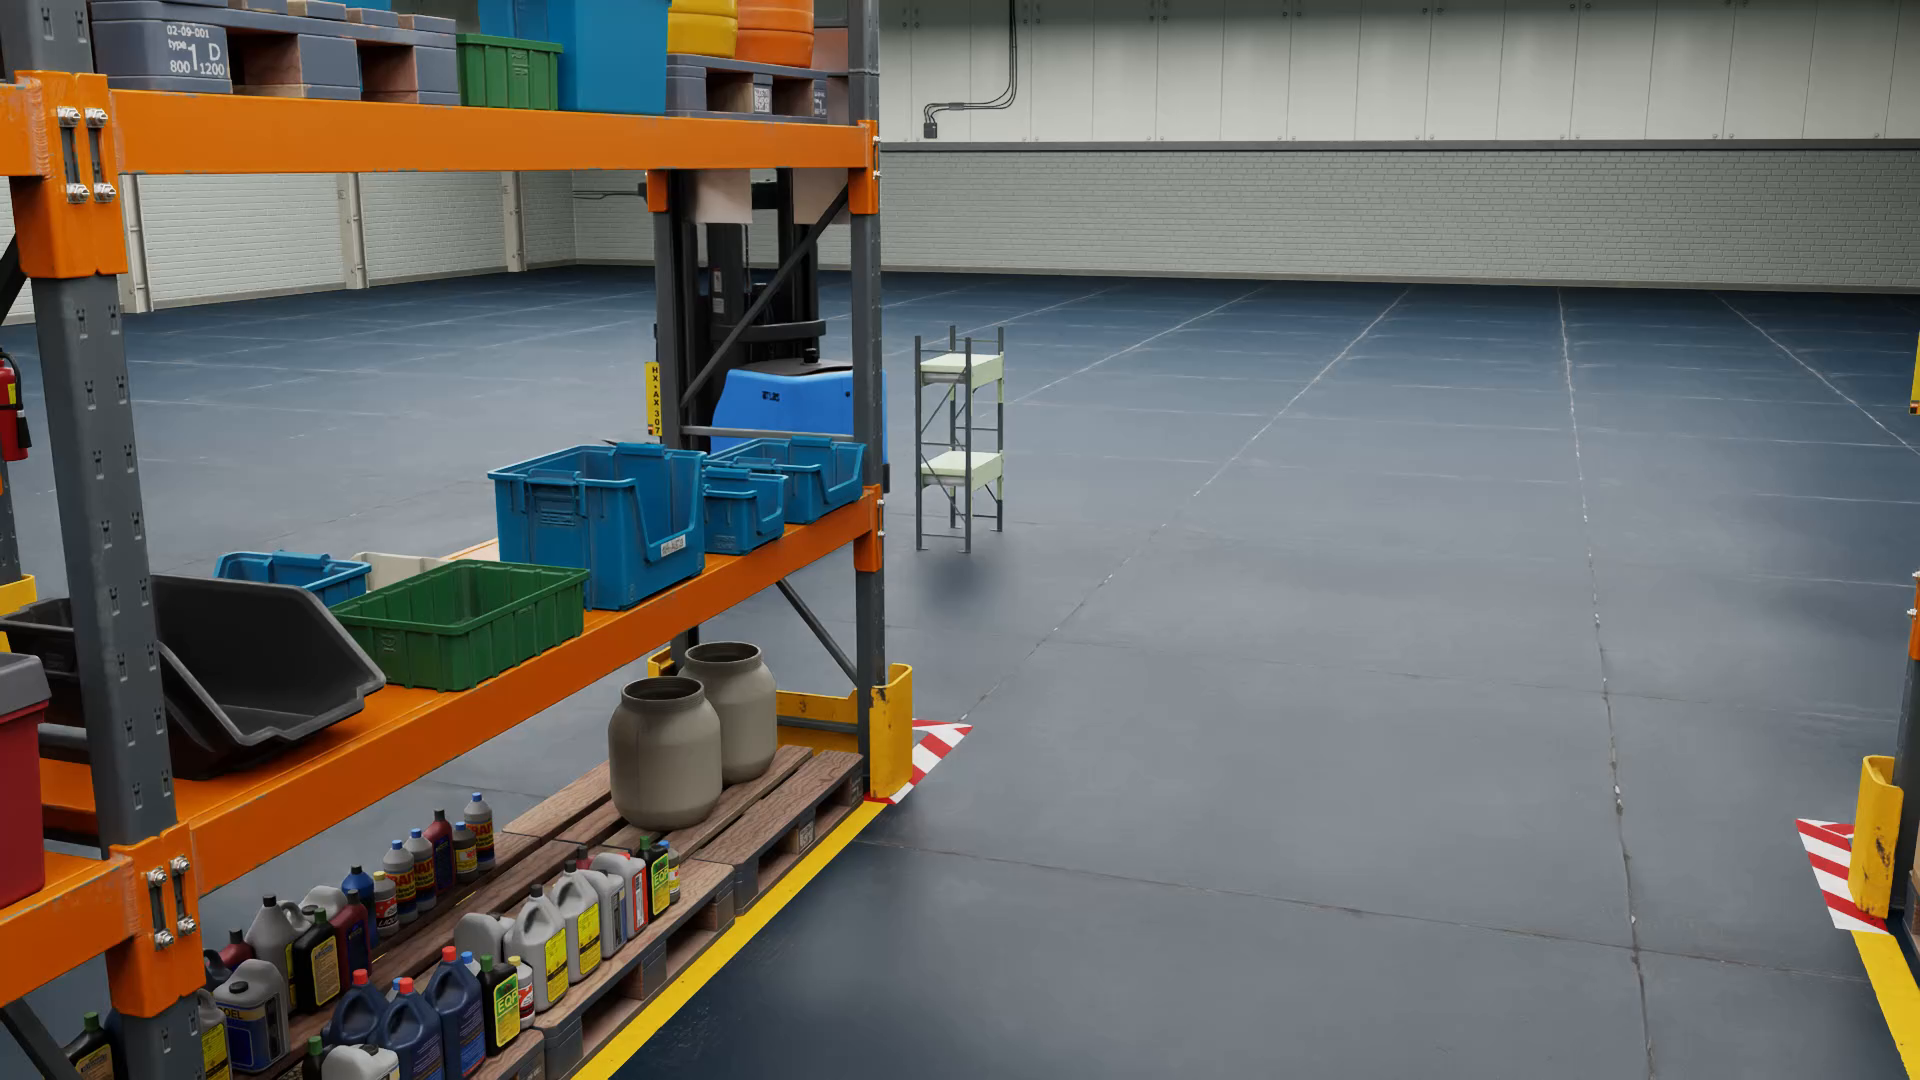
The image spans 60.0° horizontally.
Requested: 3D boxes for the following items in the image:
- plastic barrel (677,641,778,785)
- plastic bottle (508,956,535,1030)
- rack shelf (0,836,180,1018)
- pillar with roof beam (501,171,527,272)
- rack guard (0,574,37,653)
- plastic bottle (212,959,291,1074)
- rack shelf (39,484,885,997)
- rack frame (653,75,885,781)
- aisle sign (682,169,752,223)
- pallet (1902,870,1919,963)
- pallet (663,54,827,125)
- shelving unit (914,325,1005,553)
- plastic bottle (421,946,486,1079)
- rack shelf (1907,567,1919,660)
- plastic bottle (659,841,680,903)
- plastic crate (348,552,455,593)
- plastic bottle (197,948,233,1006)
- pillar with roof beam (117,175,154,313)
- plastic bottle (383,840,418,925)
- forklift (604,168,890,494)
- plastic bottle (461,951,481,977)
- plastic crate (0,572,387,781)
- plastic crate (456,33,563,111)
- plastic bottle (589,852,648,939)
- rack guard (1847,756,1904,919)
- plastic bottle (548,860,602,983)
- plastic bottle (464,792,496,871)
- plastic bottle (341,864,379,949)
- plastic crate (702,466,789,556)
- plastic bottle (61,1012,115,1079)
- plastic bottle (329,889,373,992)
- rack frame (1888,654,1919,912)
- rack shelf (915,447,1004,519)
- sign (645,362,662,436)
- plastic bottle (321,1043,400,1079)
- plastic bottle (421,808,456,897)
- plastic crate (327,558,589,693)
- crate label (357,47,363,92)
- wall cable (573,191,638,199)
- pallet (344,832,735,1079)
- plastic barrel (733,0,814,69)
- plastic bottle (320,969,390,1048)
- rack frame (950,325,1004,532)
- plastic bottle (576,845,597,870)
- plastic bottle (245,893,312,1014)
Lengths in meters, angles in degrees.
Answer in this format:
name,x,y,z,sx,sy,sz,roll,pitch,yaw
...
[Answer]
name,x,y,z,sx,sy,sz,roll,pitch,yaw
plastic barrel,-0.962,0.705,6.807,0.421,0.512,0.421,0,13,0
plastic bottle,-1.287,1.307,4.823,0.097,0.201,0.097,0,13,0
rack shelf,-2.763,1.166,1.754,1.077,0.370,4.000,4,14,18
pillar with roof beam,-6.881,-10.724,38.750,9.100,9.000,0.548,4,14,18
rack guard,-5.532,0.430,8.979,1.175,0.500,0.348,4,14,18
plastic bottle,-1.969,1.317,4.611,0.152,0.276,0.135,4,14,18
rack shelf,-1.468,0.324,5.444,1.077,0.370,4.000,4,14,18
rack frame,-0.821,-0.448,7.209,1.000,3.000,0.127,4,14,18
aisle sign,-1.075,-1.751,7.078,0.394,0.787,0.004,4,14,18
pallet,3.657,1.433,5.234,1.003,0.211,1.213,4,14,18
pallet,-1.181,-1.651,6.163,1.003,0.211,1.213,4,14,18
shelving unit,0.002,-0.733,11.827,0.431,1.500,0.755,4,14,18
plastic bottle,-1.401,1.292,4.552,0.144,0.351,0.185,4,13,16
rack shelf,3.217,0.682,3.878,1.077,0.370,4.000,4,14,18
plastic bottle,-1.001,1.120,5.638,0.097,0.201,0.097,0,13,0
plastic crate,-1.830,0.163,5.126,0.530,0.136,0.437,4,14,18
plastic bottle,-2.118,1.275,4.626,0.144,0.351,0.185,4,13,16
pillar with roof beam,-10.763,-8.197,27.680,9.100,9.000,0.400,4,14,18
plastic bottle,-1.846,1.120,5.480,0.097,0.271,0.097,0,13,0
forklift,-1.930,-1.912,13.779,1.130,2.935,3.031,-12,17,-41
plastic bottle,-1.388,1.297,4.709,0.097,0.271,0.097,0,13,0
plastic crate,-1.826,0.324,3.968,0.767,0.338,0.504,4,14,18
plastic crate,-1.347,-1.277,4.578,0.336,0.188,0.450,4,14,18
plastic bottle,-1.108,1.135,5.406,0.152,0.276,0.135,4,14,19
rack guard,3.872,1.123,5.943,1.175,0.500,0.348,4,14,18
plastic bottle,-1.203,1.163,5.116,0.144,0.351,0.185,5,14,21
plastic bottle,-1.703,1.027,5.889,0.097,0.271,0.097,0,13,0
plastic bottle,-1.912,1.163,5.294,0.097,0.271,0.097,0,13,0
plastic crate,-0.916,-0.112,6.072,0.499,0.251,0.408,4,14,18
plastic bottle,-2.272,1.379,4.320,0.061,0.283,0.133,5,14,21
plastic bottle,-1.856,1.213,5.048,0.061,0.283,0.133,4,14,18
rack frame,3.864,-0.090,5.643,1.000,3.000,0.127,4,14,18
rack shelf,0.002,-0.415,11.900,0.431,0.370,0.720,4,14,18
sign,-1.340,-0.623,7.355,0.100,0.325,0.005,4,14,18
plastic bottle,-1.519,1.402,4.235,0.152,0.276,0.135,5,14,20
plastic bottle,-1.793,1.068,5.685,0.061,0.283,0.133,5,14,19
plastic crate,-1.409,0.232,4.705,0.450,0.188,0.662,4,14,18
crate label,-1.739,-1.467,5.269,0.502,0.251,0.408,4,14,18
wall cable,-8.750,-10.045,42.754,3.097,2.526,0.112,4,14,18
pallet,-1.466,1.358,5.564,1.003,0.211,1.213,4,14,18
plastic barrel,-0.858,-2.213,6.292,0.600,0.830,0.708,4,14,18
plastic bottle,-1.598,1.321,4.424,0.144,0.351,0.185,4,14,18
rack frame,0.121,-0.810,12.165,0.400,1.500,0.023,4,14,18
plastic bottle,-1.209,1.124,5.439,0.061,0.283,0.133,4,14,18
plastic bottle,-2.013,1.207,4.924,0.144,0.351,0.185,4,14,18
